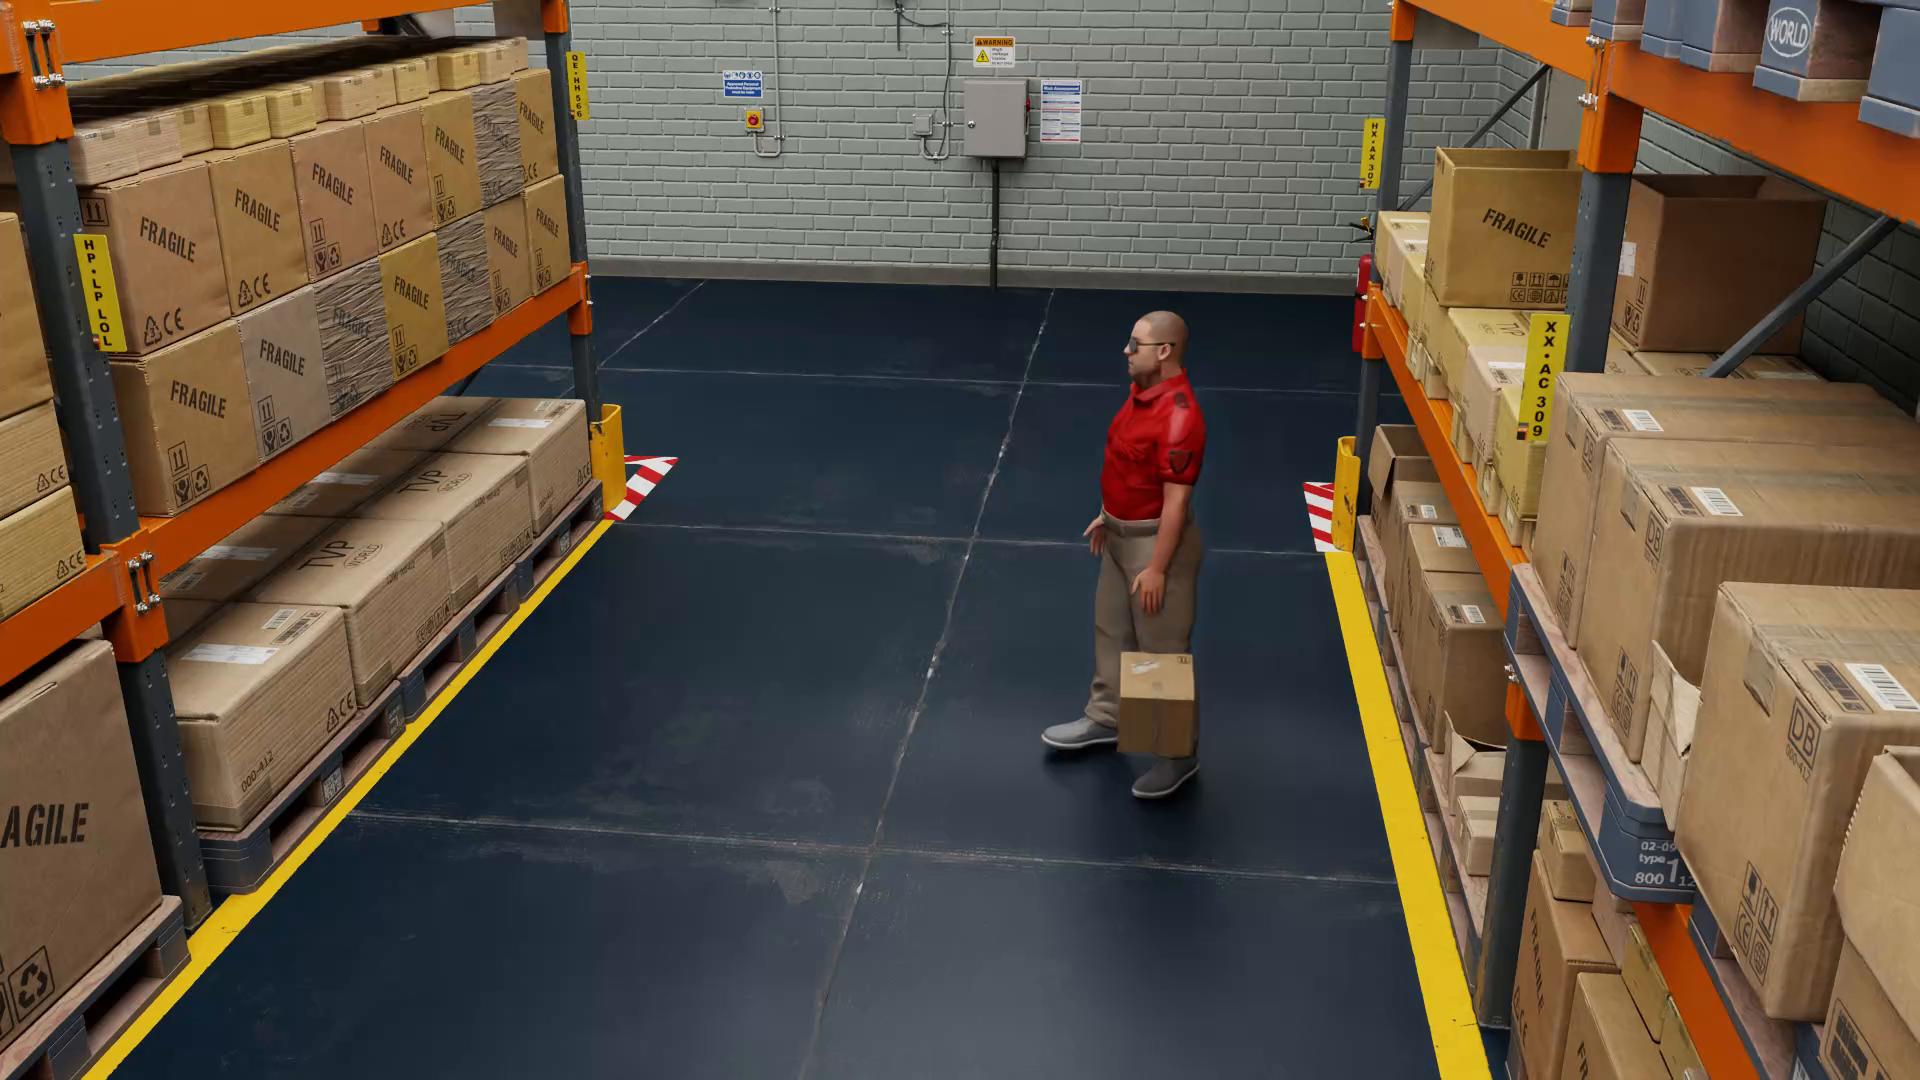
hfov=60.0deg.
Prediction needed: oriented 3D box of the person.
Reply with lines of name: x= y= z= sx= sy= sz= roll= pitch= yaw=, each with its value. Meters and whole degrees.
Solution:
person: x=0.601 y=0.035 z=5.954 sx=0.536 sy=1.731 sz=0.595 roll=-4 pitch=21 yaw=-9
